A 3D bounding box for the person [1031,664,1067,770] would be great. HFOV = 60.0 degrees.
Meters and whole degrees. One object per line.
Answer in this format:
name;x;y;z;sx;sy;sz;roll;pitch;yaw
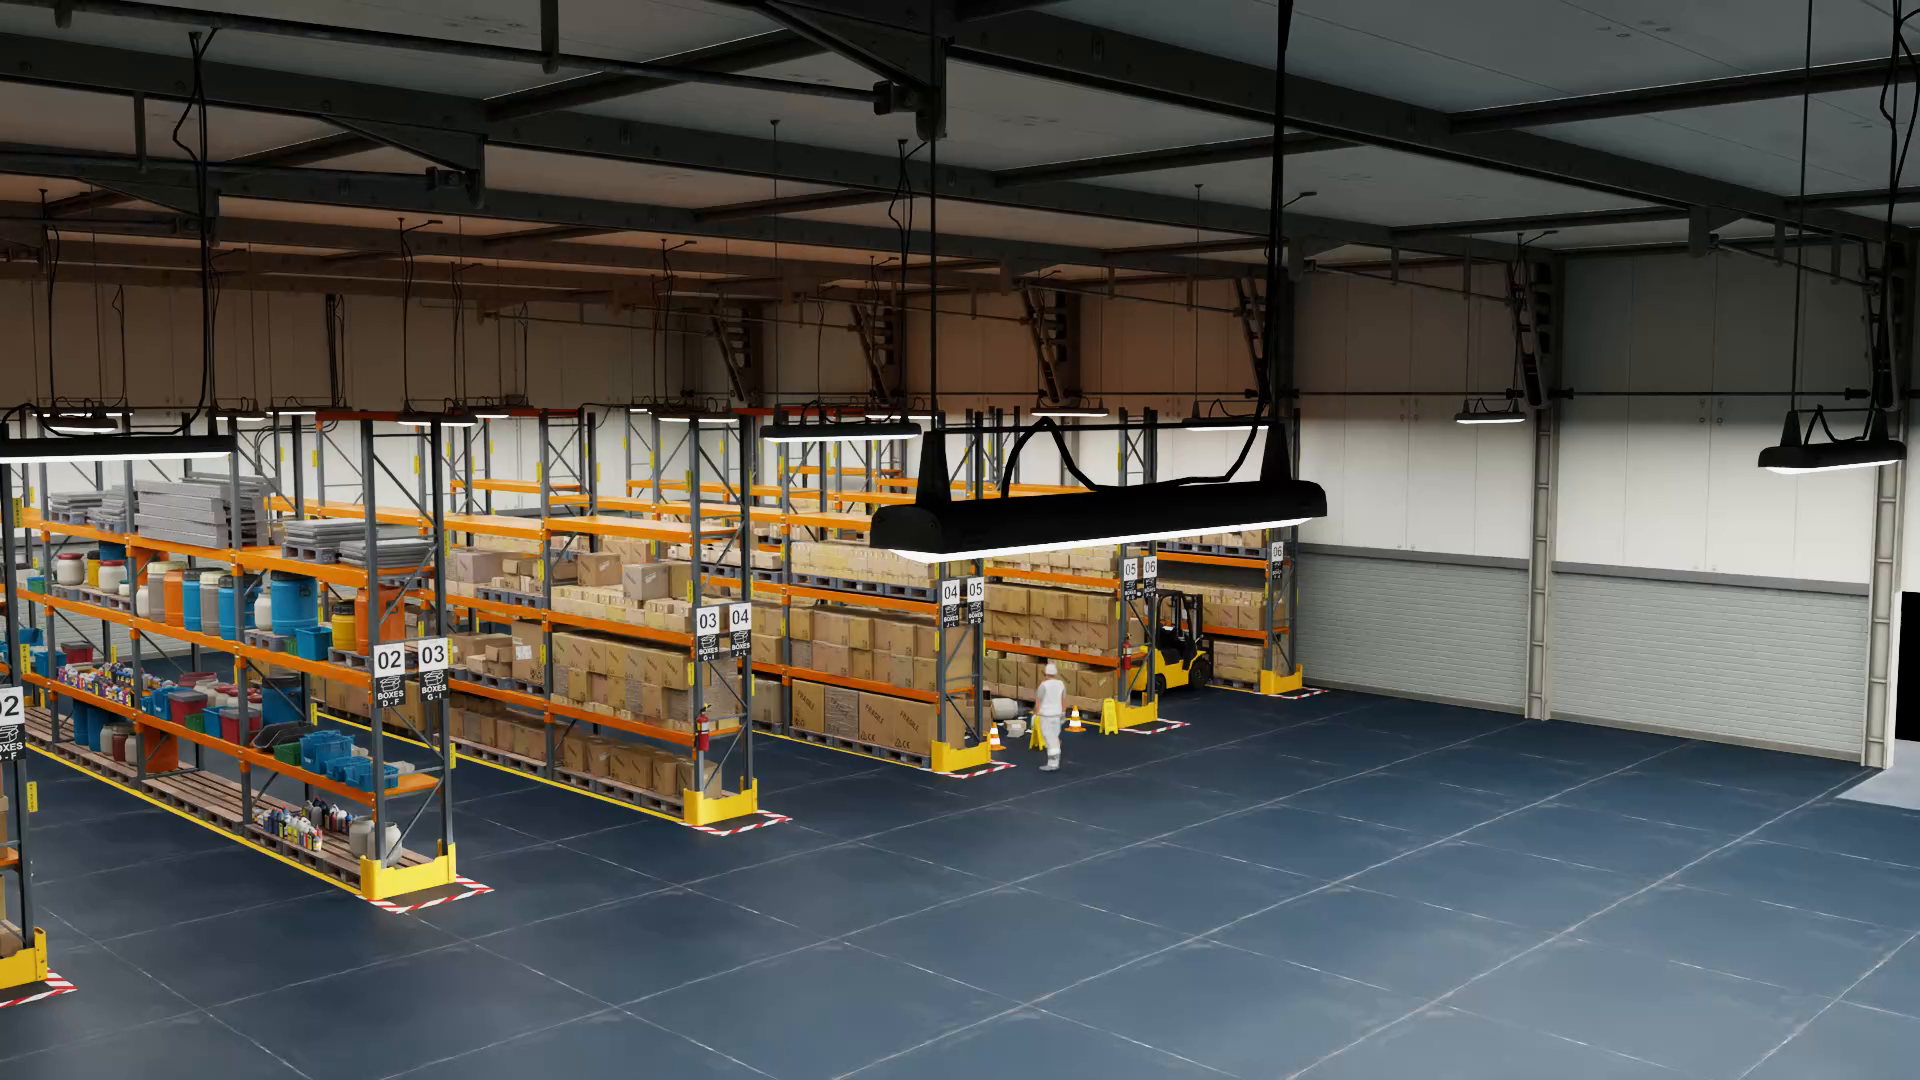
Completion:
person;1.511;2.975;27.904;0.651;1.820;0.380;-4;6;-36
